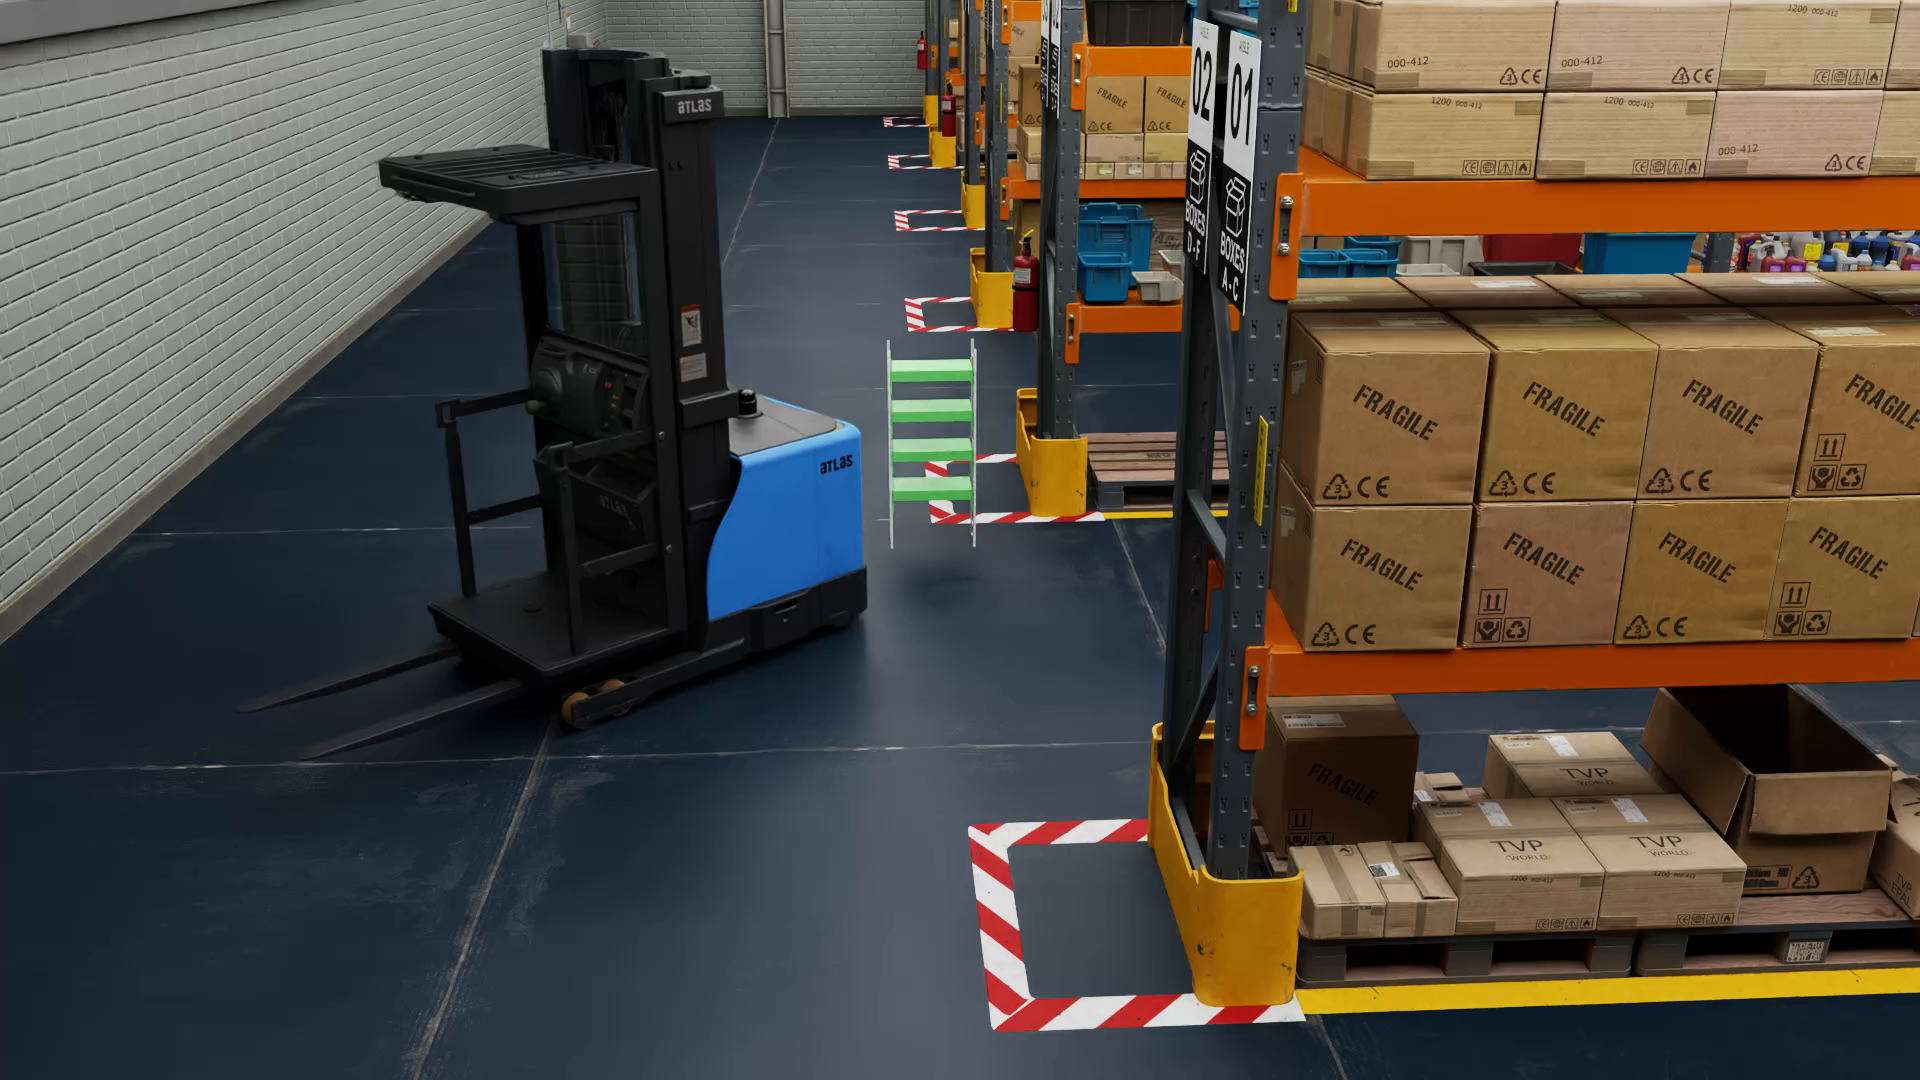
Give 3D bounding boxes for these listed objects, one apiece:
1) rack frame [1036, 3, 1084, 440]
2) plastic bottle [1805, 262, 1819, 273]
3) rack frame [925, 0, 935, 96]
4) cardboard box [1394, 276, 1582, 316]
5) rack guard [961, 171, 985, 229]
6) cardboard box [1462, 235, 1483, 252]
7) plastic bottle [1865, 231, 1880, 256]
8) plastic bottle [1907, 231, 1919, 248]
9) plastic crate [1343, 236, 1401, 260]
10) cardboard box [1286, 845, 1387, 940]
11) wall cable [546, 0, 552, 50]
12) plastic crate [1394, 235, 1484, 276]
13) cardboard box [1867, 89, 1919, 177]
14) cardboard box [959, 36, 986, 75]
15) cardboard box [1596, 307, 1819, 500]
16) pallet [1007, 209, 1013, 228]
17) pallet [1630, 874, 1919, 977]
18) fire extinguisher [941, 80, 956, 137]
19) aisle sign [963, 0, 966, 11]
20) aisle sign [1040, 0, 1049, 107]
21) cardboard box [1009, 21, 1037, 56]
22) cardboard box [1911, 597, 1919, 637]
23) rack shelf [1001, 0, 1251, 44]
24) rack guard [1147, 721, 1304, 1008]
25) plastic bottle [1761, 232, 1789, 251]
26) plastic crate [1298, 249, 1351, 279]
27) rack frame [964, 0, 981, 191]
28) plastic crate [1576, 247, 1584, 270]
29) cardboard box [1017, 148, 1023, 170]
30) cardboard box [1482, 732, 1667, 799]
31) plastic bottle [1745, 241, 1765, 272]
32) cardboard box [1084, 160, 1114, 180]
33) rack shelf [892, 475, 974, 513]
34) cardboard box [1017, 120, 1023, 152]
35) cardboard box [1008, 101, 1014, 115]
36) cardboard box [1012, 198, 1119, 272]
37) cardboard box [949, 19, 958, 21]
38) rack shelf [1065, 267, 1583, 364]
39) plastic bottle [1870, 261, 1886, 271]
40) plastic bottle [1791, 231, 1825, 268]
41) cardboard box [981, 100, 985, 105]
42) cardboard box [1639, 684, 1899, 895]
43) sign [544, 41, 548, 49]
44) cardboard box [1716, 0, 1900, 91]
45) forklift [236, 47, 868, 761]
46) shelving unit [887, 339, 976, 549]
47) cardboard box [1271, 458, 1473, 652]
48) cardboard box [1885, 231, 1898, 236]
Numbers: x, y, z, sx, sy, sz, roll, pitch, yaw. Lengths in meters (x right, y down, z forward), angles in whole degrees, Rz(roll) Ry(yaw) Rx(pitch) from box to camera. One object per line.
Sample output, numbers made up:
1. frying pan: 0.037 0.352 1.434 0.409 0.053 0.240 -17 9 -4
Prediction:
1. rack frame: 0.608 -1.759 10.368 0.127 3.000 1.000 -1 21 -3
2. plastic bottle: 5.239 -1.615 10.269 0.097 0.201 0.097 0 21 0
3. rack frame: -0.528 -8.802 28.867 0.127 3.000 1.000 -1 21 -3
4. cardboard box: 1.820 -0.630 5.859 0.500 0.500 0.500 -1 21 -2
5. rack guard: 0.219 -4.116 20.071 0.348 0.500 1.175 -1 21 -3
6. cardboard box: 4.956 -2.823 15.559 0.875 0.875 1.225 -1 21 -3
7. plastic bottle: 5.979 -1.925 10.980 0.135 0.276 0.152 -1 21 -3
8. plastic bottle: 6.236 -1.884 10.878 0.097 0.271 0.097 0 21 0
9. plastic crate: 2.644 -1.841 10.736 0.300 0.233 0.416 -1 21 -3
10. cardboard box: 1.325 1.241 5.877 0.250 0.149 0.380 -1 21 -3
11. wall cable: -5.869 -7.405 23.727 0.123 1.953 0.585 -1 21 -3
12. plastic crate: 3.066 -1.847 10.682 0.530 0.282 0.437 -1 21 -3
13. cardboard box: 2.912 -1.280 5.105 0.500 0.250 0.500 -1 21 -3
14. cardboard box: 0.255 -6.993 23.976 0.500 0.500 0.500 -1 21 -3
15. cardboard box: 2.366 -0.450 5.385 0.500 0.500 0.500 -1 21 -2
16. pallet: 1.032 -3.985 20.133 1.213 0.211 1.003 -1 21 -3
17. pallet: 2.974 1.262 6.352 1.213 0.211 1.003 -1 21 -3
18. fire extinguisher: -0.135 -5.231 20.120 0.183 0.674 0.296 -1 21 -3
19. aisle sign: 0.053 -6.602 19.436 0.004 0.787 0.394 -1 21 -3
20. aisle sign: 0.519 -3.076 10.175 0.004 0.787 0.394 -1 21 -3
21. cardboard box: 0.606 -5.850 19.150 0.500 0.500 0.500 -1 21 -3
22. cardboard box: 3.369 -0.004 5.617 0.500 0.500 0.500 -1 21 -2
23. rack shelf: 2.322 -4.624 14.690 4.000 0.370 1.077 -1 21 -3
24. rack guard: 0.963 1.168 6.195 0.348 0.500 1.175 -1 21 -3
25. plastic bottle: 5.341 -1.912 10.946 0.135 0.276 0.152 -1 21 -3
26. plastic crate: 2.188 -1.623 10.163 0.300 0.233 0.416 -1 21 -3
27. rack frame: 0.143 -5.282 19.623 0.127 3.000 1.000 -1 21 -3
28. plastic crate: 4.129 -1.786 10.726 0.243 0.136 0.396 -1 21 -3
29. cardboard box: 0.662 -3.525 15.360 0.250 0.149 0.380 -1 21 -2
30. cardboard box: 2.366 0.973 6.439 0.500 0.250 0.500 -1 21 -3
31. plastic bottle: 5.227 -1.863 10.922 0.097 0.201 0.097 0 21 0
32. cardboard box: 1.210 -3.302 14.774 0.250 0.149 0.380 -2 21 -4
33. rack shelf: -0.165 -0.273 9.850 0.480 0.148 0.258 -1 21 -3
34. cardboard box: 0.794 -3.691 15.237 0.500 0.250 0.500 -1 21 -4
35. cardboard box: 0.485 -5.055 19.379 0.250 0.149 0.380 -1 21 -3
36. cardboard box: 0.959 -2.763 15.402 0.875 0.875 0.875 -1 21 -3
37. cardboard box: -0.084 -8.974 29.113 0.500 0.250 0.500 -1 21 -1
38. rack shelf: 2.605 -1.463 10.603 4.000 0.370 1.077 -1 21 -3
39. plastic bottle: 5.665 -1.623 10.291 0.097 0.201 0.097 0 21 0
40. plastic bottle: 5.509 -1.901 10.810 0.185 0.351 0.144 -1 21 -3
41. cardboard box: 0.515 -7.639 29.230 0.250 0.149 0.380 -2 21 -5
42. cardboard box: 3.005 0.921 6.221 0.637 0.503 0.797 -1 21 -3
43. sign: -5.927 -7.024 23.817 0.001 0.218 0.327 -1 21 -3
44. cardboard box: 2.413 -1.503 4.988 0.500 0.250 0.500 -1 21 -3
45. forklift: -1.897 -0.704 7.695 3.031 2.935 1.130 -19 28 -41
46. shelving unit: -0.165 -0.557 9.742 0.503 1.200 0.258 -1 21 -3
47. cardboard box: 1.345 0.039 5.506 0.500 0.500 0.500 -1 21 -2
48. cardboard box: 8.980 -2.739 15.837 0.500 0.500 0.700 -2 21 -6
